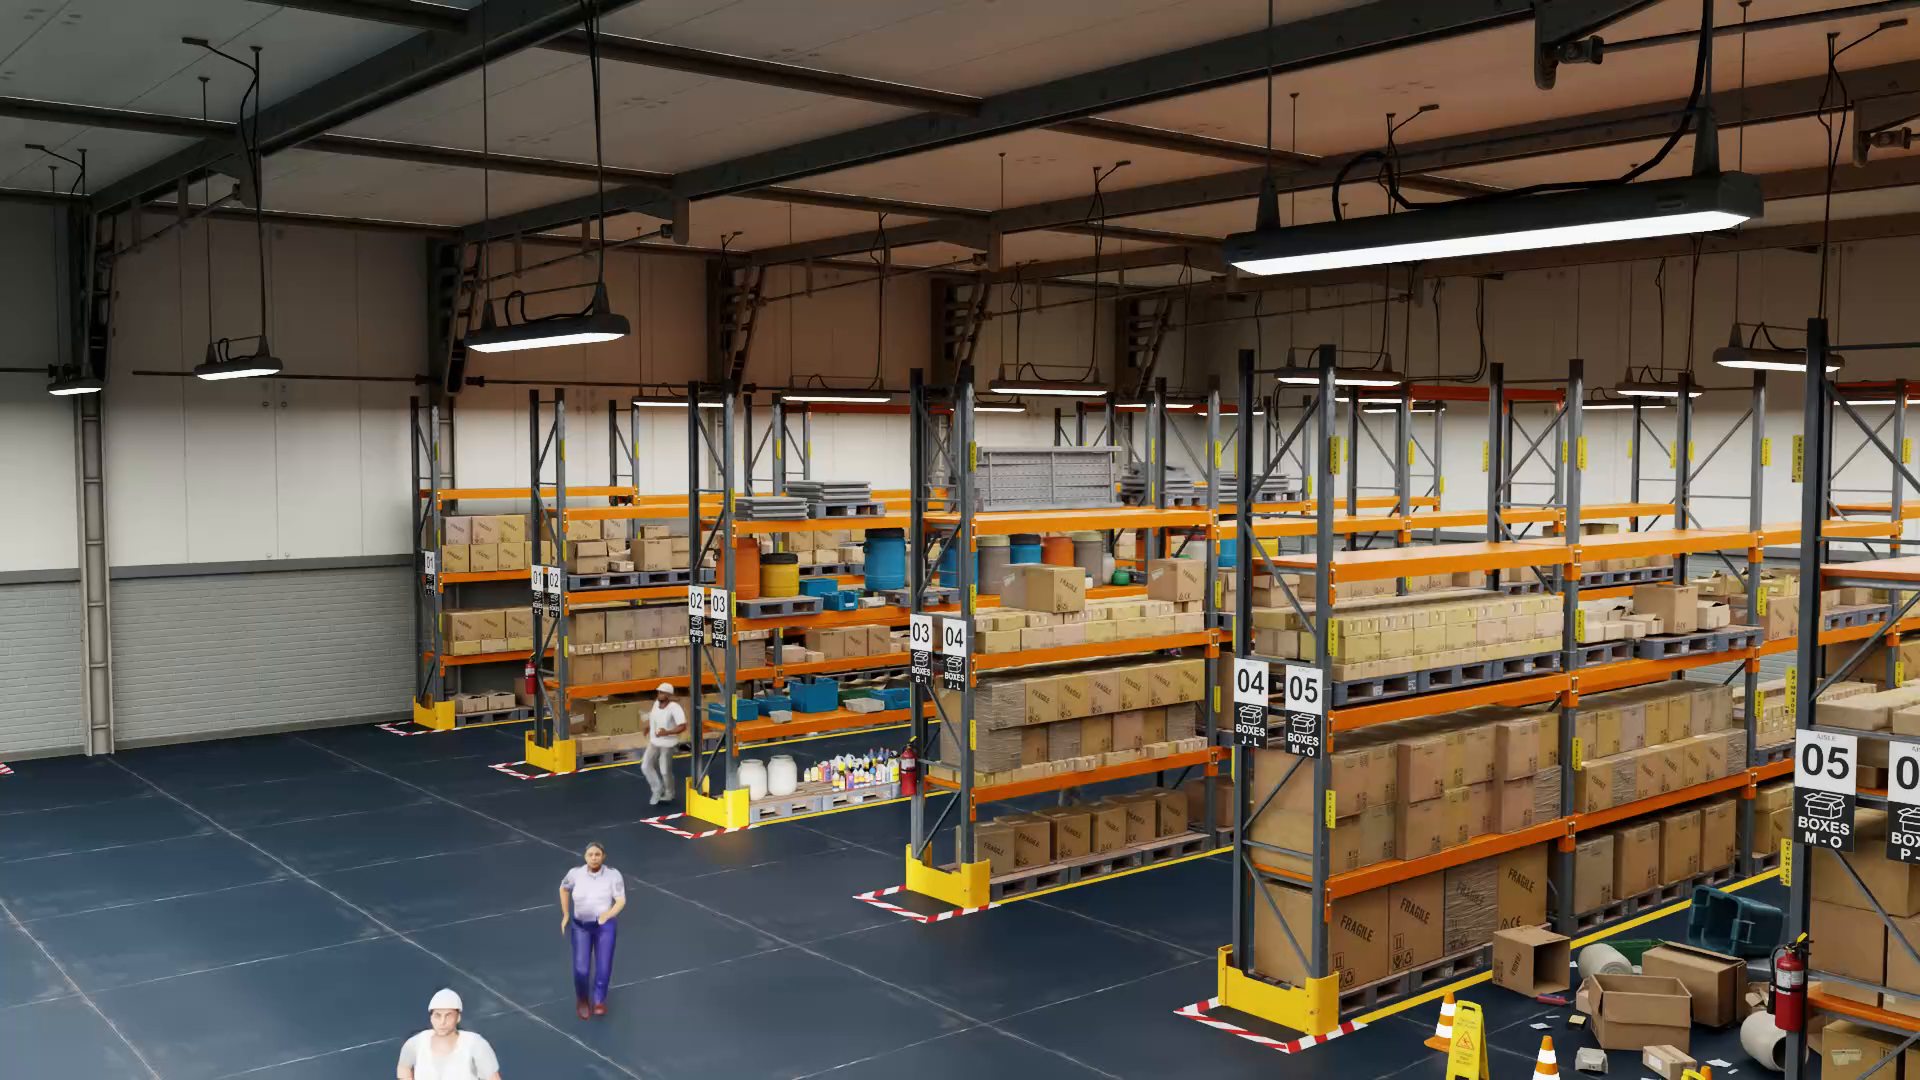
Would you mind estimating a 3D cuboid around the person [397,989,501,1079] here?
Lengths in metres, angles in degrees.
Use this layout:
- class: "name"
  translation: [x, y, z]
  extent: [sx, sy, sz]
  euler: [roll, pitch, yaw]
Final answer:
- class: "person"
  translation: [-3.191, 3.669, 10.344]
  extent: [0.656, 1.787, 0.932]
  euler: [0, 3, -7]

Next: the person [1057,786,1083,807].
- class: "person"
  translation: [1.458, 2.959, 22.756]
  extent: [0.579, 1.698, 0.924]
  euler: [2, 4, 36]

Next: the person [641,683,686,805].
- class: "person"
  translation: [-4.200, 2.907, 23.602]
  extent: [0.731, 1.774, 0.611]
  euler: [2, 4, 32]

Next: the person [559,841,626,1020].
- class: "person"
  translation: [-3.258, 3.474, 14.773]
  extent: [0.576, 1.614, 0.712]
  euler: [-1, 3, -13]
